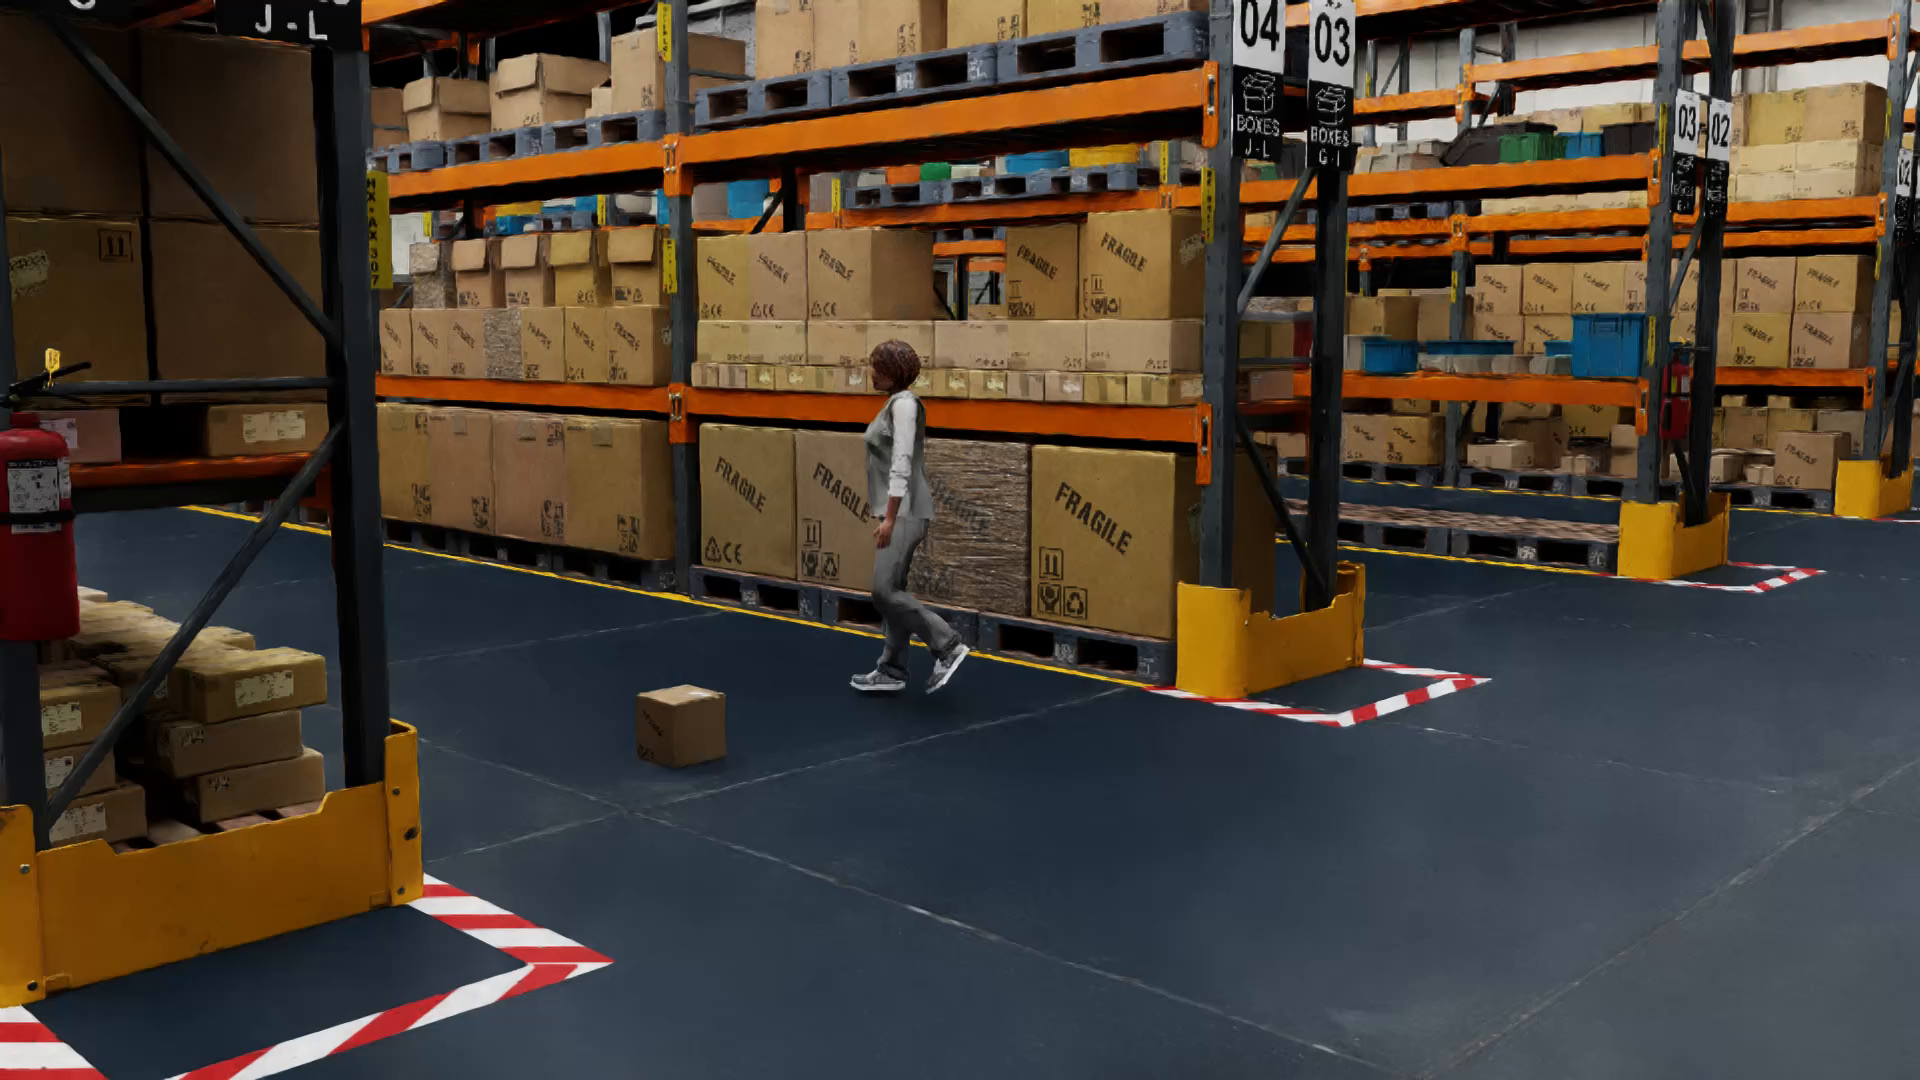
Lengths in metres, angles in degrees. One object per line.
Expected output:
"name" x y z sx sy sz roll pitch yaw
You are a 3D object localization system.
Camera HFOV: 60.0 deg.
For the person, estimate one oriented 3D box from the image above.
"person" -0.223 0.034 7.332 0.498 1.358 0.560 -1 7 -8
